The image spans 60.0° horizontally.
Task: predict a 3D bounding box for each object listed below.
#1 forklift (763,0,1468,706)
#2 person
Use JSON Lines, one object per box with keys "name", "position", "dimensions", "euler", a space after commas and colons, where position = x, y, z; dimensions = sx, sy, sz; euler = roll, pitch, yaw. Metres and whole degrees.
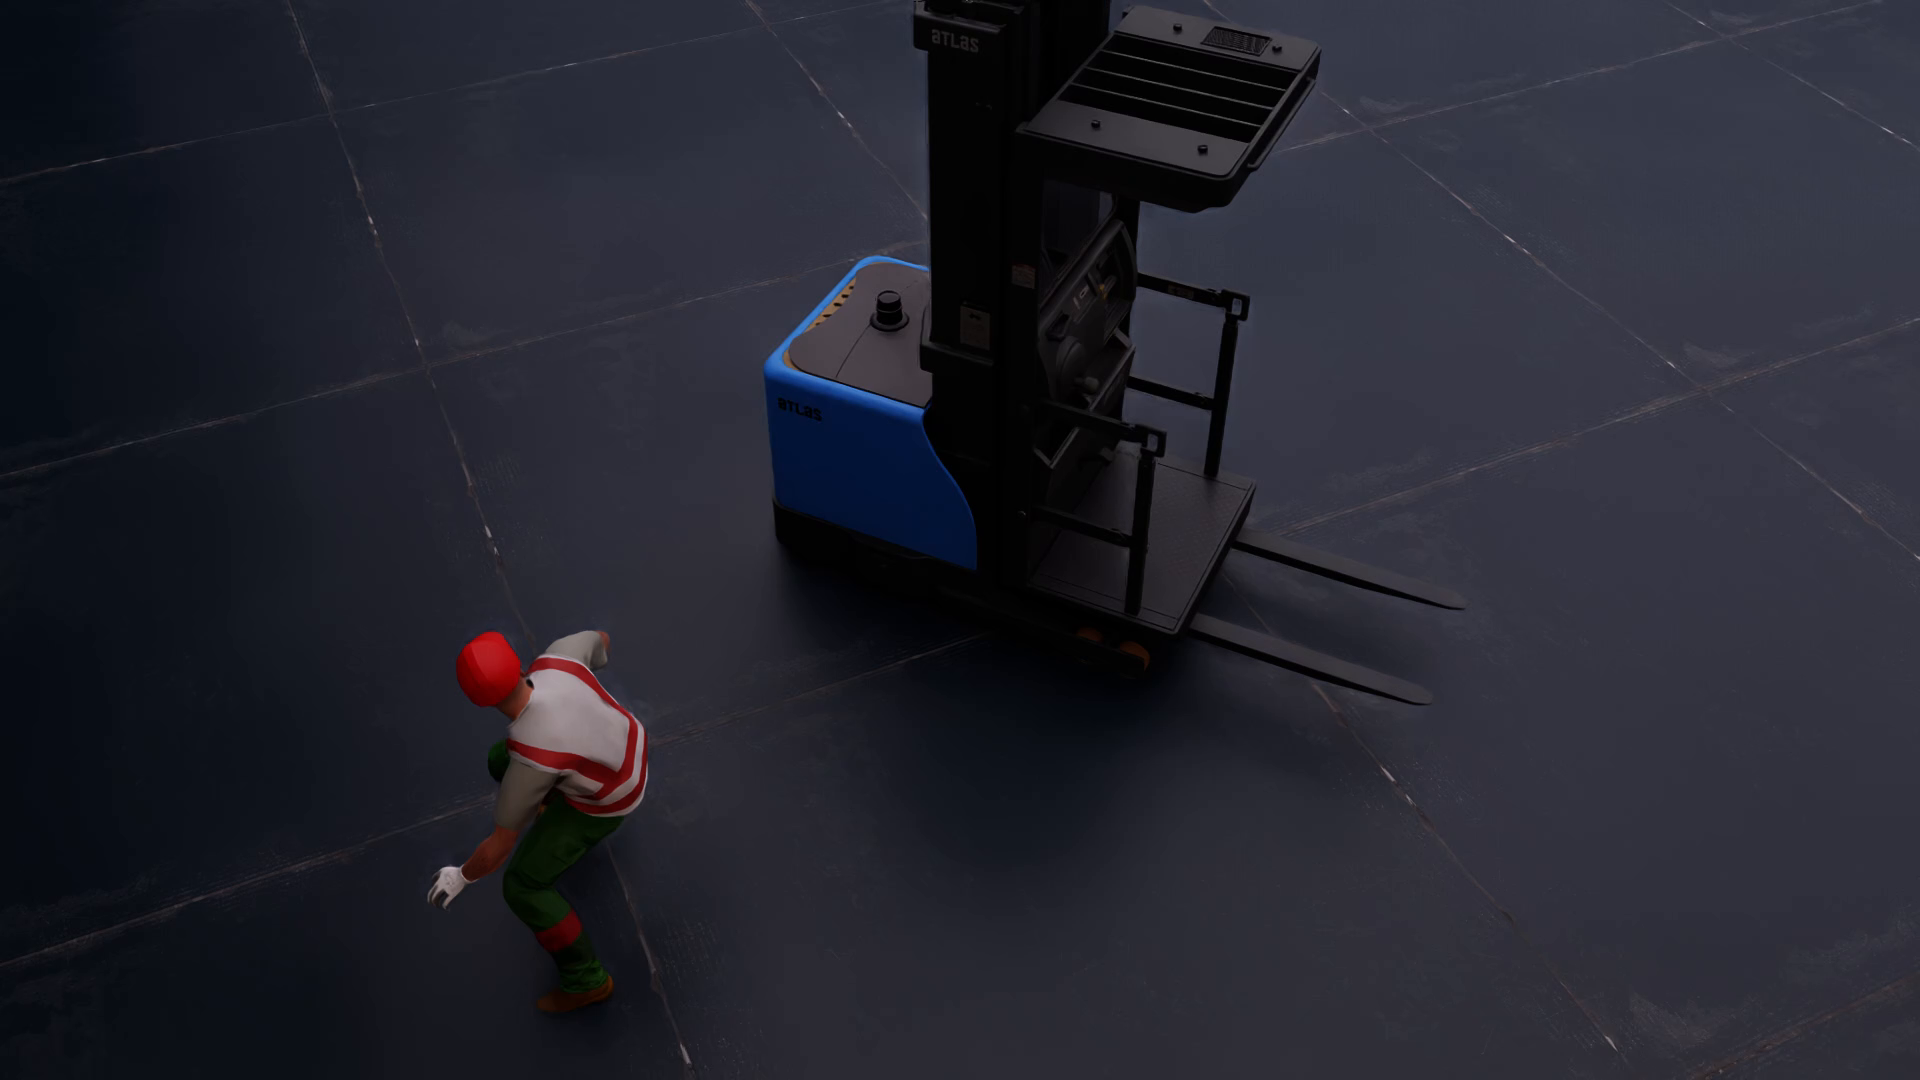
{"name": "forklift", "position": [0.697, -0.889, 6.632], "dimensions": [3.031, 2.935, 1.130], "euler": [18, 46, 19]}
{"name": "person", "position": [-1.464, 0.879, 5.819], "dimensions": [0.709, 1.545, 0.887], "euler": [0, 43, 0]}
